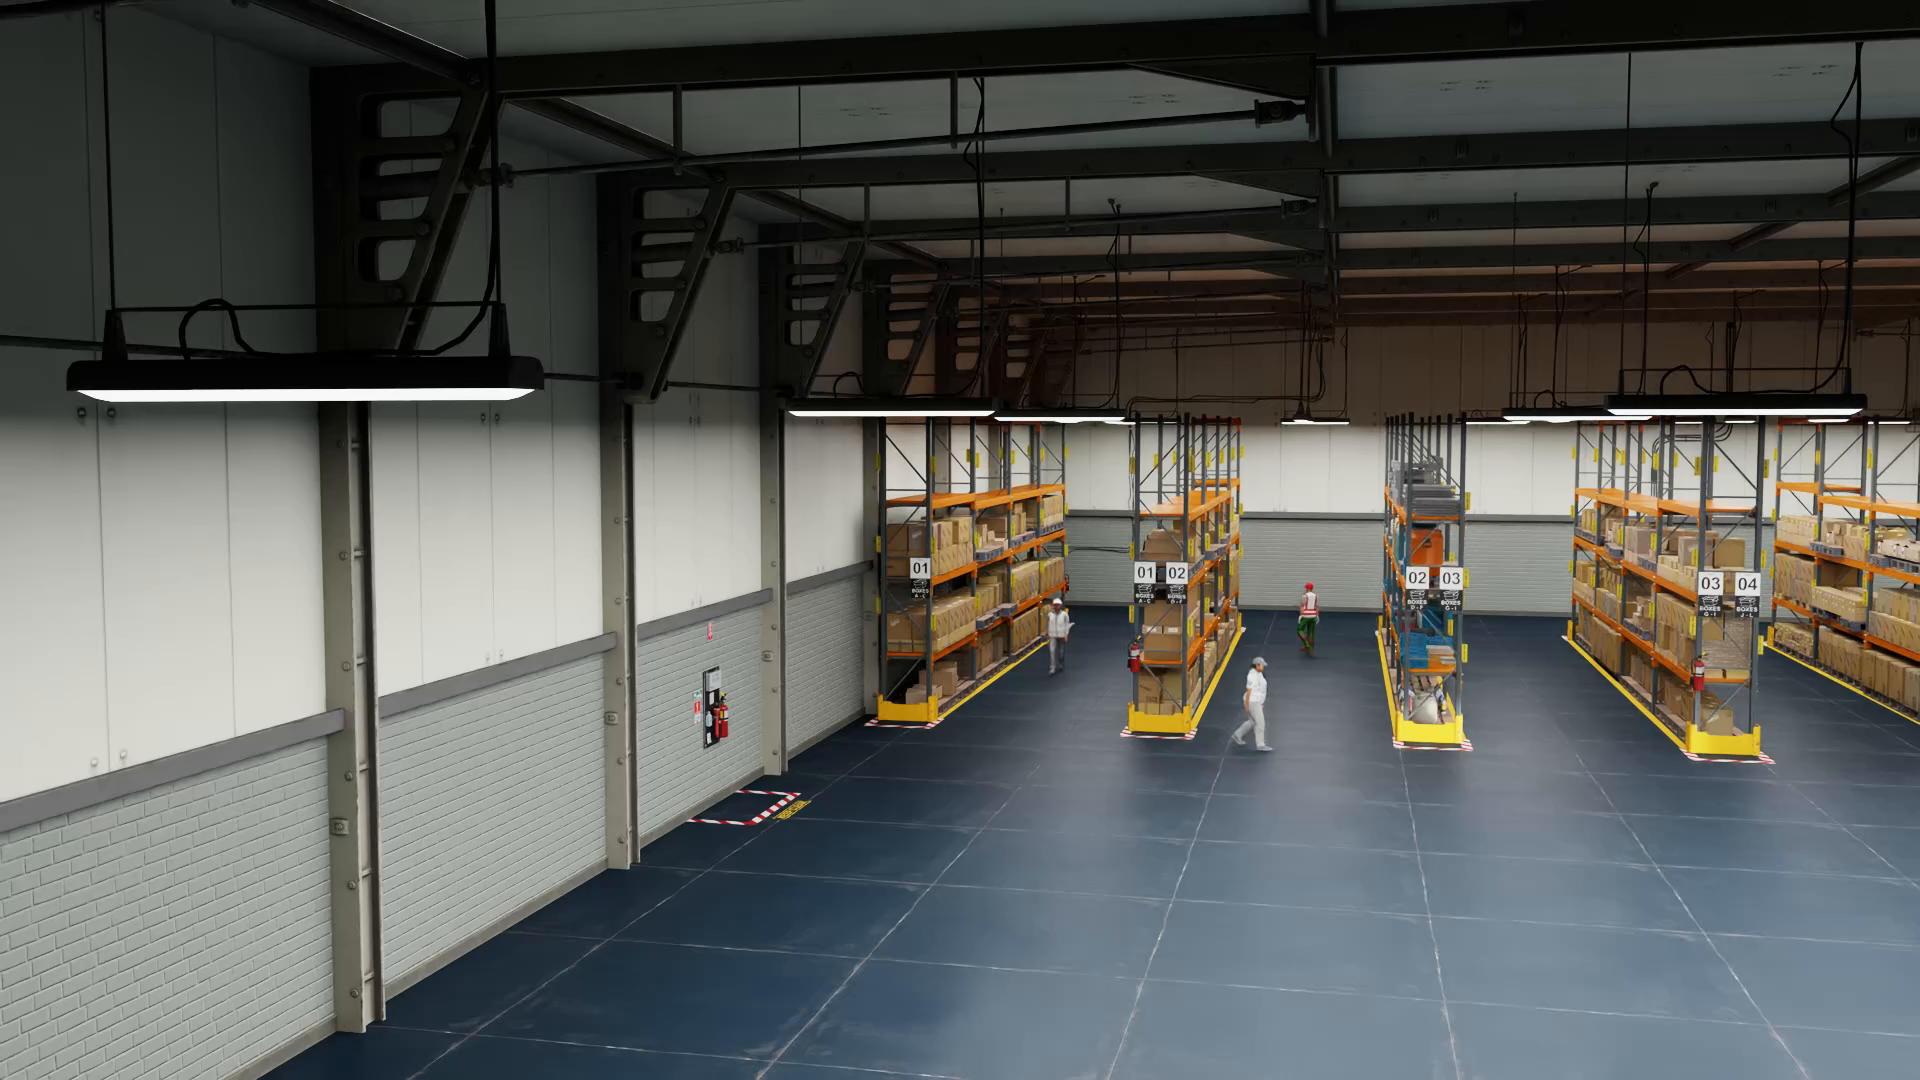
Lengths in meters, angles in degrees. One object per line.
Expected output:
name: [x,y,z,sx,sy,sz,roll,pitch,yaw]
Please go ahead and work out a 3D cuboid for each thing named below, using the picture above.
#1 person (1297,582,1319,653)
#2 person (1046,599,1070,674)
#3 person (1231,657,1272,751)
person: [8.868,1.975,42.237,0.598,1.791,0.485,-2,4,-22]
person: [2.281,2.228,38.722,0.549,1.711,1.079,0,4,4]
person: [5.222,2.899,29.656,0.787,1.630,0.515,2,4,22]
